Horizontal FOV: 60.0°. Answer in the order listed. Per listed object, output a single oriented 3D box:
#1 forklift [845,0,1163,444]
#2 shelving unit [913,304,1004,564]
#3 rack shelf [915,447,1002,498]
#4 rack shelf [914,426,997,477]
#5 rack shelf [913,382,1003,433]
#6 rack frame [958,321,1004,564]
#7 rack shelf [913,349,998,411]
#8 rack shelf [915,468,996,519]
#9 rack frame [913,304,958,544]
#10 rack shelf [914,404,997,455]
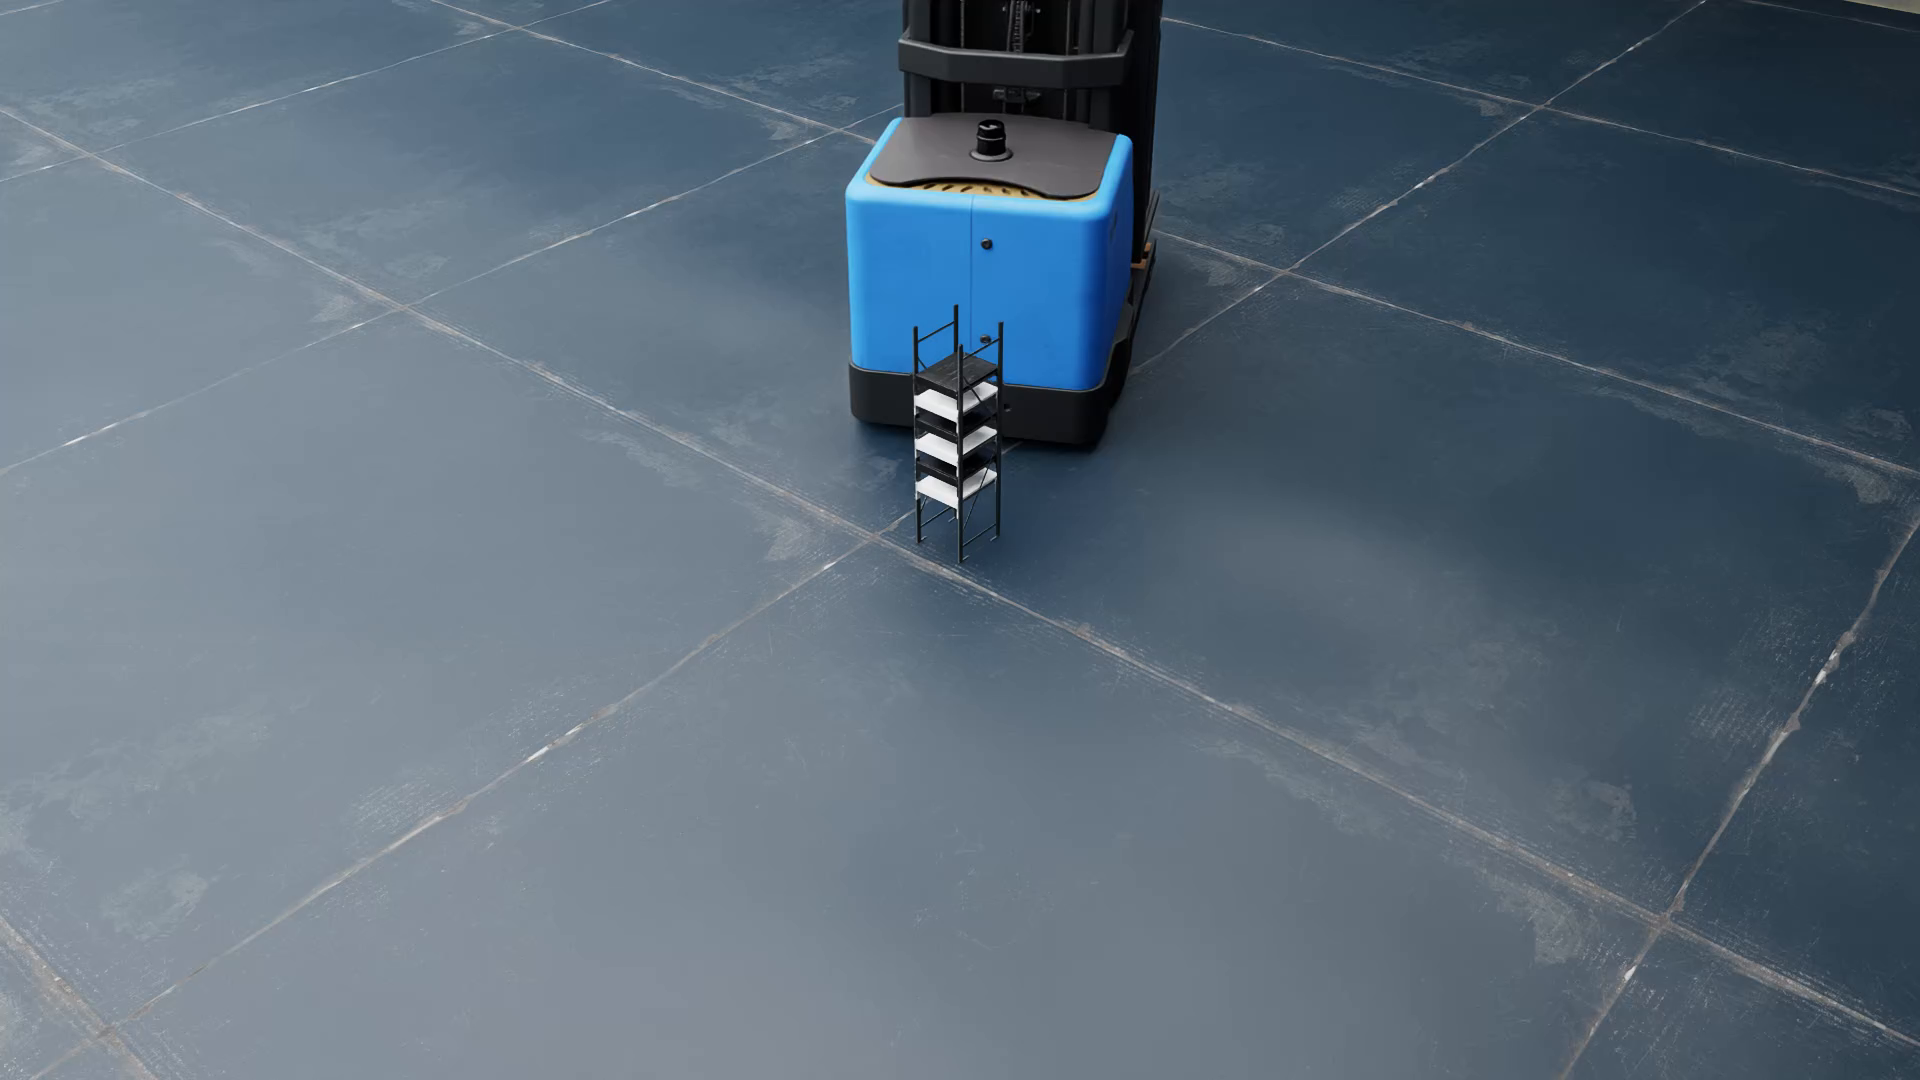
[{"bbox_3d":[0.347,-2.422,7.188,1.130,2.935,3.031,7,35,10],"label":"forklift"},{"bbox_3d":[-0.006,-0.374,6.000,0.210,0.900,0.258,25,42,32],"label":"shelving unit"},{"bbox_3d":[-0.006,-0.272,6.069,0.200,0.077,0.258,25,42,32],"label":"rack shelf"},{"bbox_3d":[-0.006,-0.346,6.018,0.200,0.077,0.258,25,42,32],"label":"rack shelf"},{"bbox_3d":[-0.006,-0.495,5.917,0.200,0.077,0.258,25,42,32],"label":"rack shelf"},{"bbox_3d":[0.072,-0.337,5.946,0.006,0.900,0.240,25,42,32],"label":"rack frame"},{"bbox_3d":[-0.006,-0.569,5.866,0.200,0.077,0.258,25,42,32],"label":"rack shelf"},{"bbox_3d":[-0.006,-0.198,6.120,0.200,0.077,0.258,25,42,32],"label":"rack shelf"},{"bbox_3d":[-0.084,-0.411,6.053,0.006,0.900,0.240,25,42,32],"label":"rack frame"},{"bbox_3d":[-0.006,-0.421,5.967,0.200,0.077,0.258,25,42,32],"label":"rack shelf"}]
